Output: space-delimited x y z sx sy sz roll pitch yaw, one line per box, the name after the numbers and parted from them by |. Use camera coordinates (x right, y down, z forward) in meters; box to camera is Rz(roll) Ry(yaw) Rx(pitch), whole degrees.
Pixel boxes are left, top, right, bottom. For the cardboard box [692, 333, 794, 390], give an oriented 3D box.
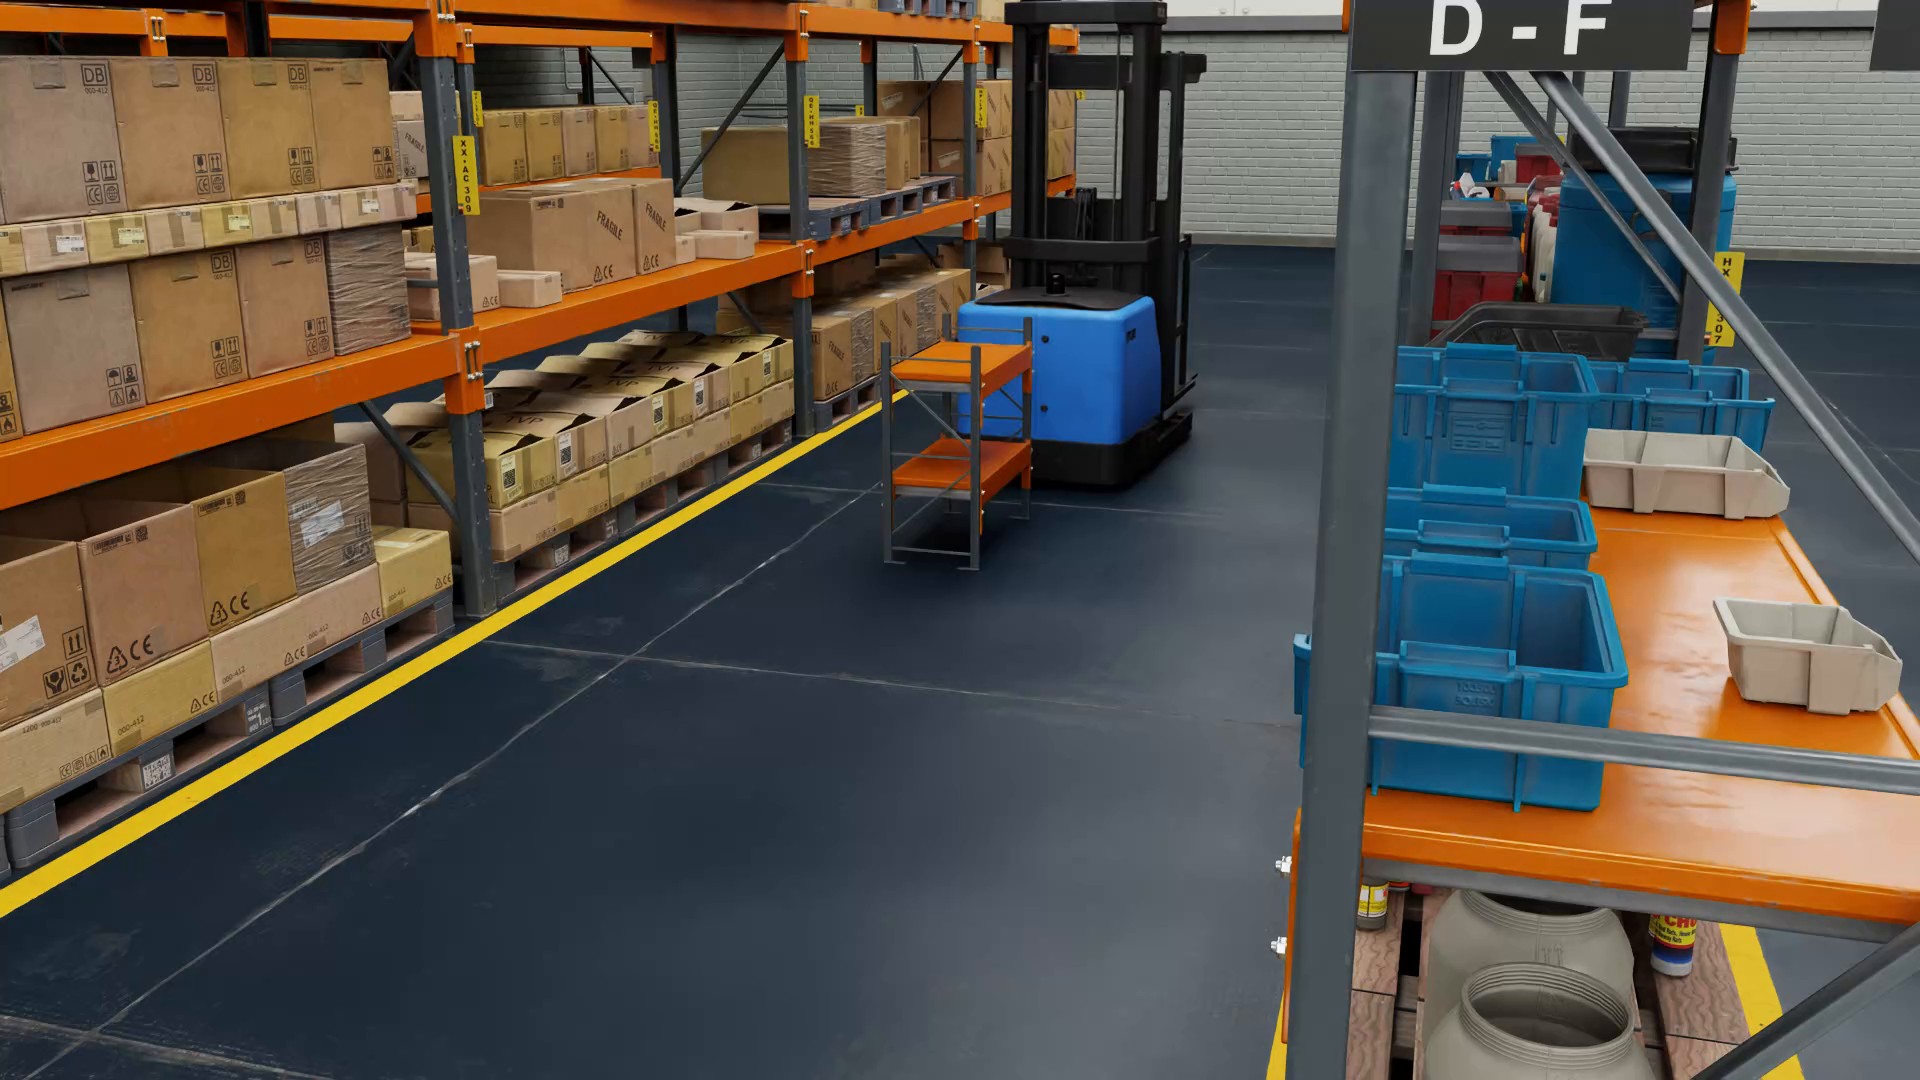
-1.401 -1.172 10.705 0.500 0.311 0.500 5 17 17 | cardboard box

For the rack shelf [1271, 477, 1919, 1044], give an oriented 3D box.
1.555 0.122 4.221 1.077 0.370 4.000 5 16 16 | rack shelf

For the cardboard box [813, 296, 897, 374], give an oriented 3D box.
-0.794 -1.553 12.583 0.500 0.500 0.500 4 16 15 | cardboard box

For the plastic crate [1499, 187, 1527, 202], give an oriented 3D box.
4.666 -2.853 13.764 0.396 0.136 0.243 5 16 16 | plastic crate

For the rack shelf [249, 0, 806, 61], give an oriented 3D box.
-2.056 -2.753 8.858 1.077 0.370 4.000 5 16 16 | rack shelf

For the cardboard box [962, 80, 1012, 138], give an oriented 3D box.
0.199 -3.991 15.388 0.500 0.500 0.500 4 16 14 | cardboard box

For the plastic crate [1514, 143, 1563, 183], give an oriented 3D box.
4.891 -3.114 14.084 0.402 0.464 0.583 5 16 16 | plastic crate

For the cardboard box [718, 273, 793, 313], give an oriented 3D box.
-1.435 -1.827 12.173 0.500 0.250 0.500 5 17 18 | cardboard box

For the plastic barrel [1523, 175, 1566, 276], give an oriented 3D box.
3.419 -1.714 9.127 0.600 0.536 0.708 5 16 16 | plastic barrel

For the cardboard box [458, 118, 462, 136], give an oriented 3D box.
-4.991 -3.669 15.503 0.500 0.500 0.500 4 16 15 | cardboard box

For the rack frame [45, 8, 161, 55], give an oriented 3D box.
-6.238 -2.562 12.365 1.000 3.000 0.127 5 16 16 | rack frame

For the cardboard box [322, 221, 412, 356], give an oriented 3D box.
-2.745 -1.064 6.900 0.700 0.500 0.500 4 16 14 | cardboard box

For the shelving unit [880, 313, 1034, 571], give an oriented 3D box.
0.002 -0.543 8.682 0.538 1.125 1.048 5 16 16 | shelving unit

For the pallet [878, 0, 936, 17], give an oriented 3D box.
-0.896 -4.141 12.780 1.213 0.211 1.003 5 16 16 | pallet

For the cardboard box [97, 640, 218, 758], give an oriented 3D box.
-2.968 0.520 5.770 0.500 0.250 0.500 5 16 16 | cardboard box

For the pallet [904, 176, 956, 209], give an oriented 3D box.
-0.683 -2.932 14.023 1.003 0.211 1.213 5 16 16 | pallet

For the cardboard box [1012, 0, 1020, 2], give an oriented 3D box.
0.314 -4.966 15.617 0.500 0.250 0.500 5 16 16 | cardboard box

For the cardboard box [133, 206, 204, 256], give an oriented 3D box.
-2.859 -1.073 5.742 0.380 0.149 0.250 5 17 17 | cardboard box

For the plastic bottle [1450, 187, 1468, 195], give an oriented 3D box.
3.637 -2.447 12.186 0.152 0.276 0.135 5 16 16 | plastic bottle

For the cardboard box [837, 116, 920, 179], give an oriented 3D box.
-0.700 -3.369 14.257 0.700 0.500 0.500 -1 16 -3 | cardboard box

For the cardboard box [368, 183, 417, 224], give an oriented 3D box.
-2.496 -1.405 6.913 0.380 0.149 0.250 5 16 16 | cardboard box

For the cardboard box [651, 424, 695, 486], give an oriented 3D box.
-1.836 -0.500 9.366 0.500 0.250 0.500 5 17 17 | cardboard box

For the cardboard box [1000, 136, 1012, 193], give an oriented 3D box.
0.197 -3.520 15.559 0.500 0.500 0.500 5 17 17 | cardboard box

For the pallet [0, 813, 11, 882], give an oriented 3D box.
-3.584 1.052 4.733 1.003 0.211 1.213 5 16 16 | pallet

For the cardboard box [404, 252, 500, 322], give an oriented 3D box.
-2.527 -1.192 7.811 0.500 0.250 0.500 6 17 19 | cardboard box

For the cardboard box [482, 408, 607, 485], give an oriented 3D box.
-2.121 -0.501 8.340 0.500 0.311 0.500 4 16 15 | cardboard box

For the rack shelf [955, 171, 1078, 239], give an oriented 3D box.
0.217 -3.403 16.647 1.077 0.370 4.000 5 16 16 | rack shelf

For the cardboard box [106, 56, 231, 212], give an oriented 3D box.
-3.030 -1.425 5.795 0.700 0.500 0.500 5 16 16 | cardboard box

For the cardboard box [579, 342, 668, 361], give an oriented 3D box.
-2.059 -1.076 10.366 0.500 0.311 0.500 4 16 14 | cardboard box

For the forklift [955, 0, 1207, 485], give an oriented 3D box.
0.944 -2.091 10.829 1.130 2.935 3.031 6 17 19 | forklift

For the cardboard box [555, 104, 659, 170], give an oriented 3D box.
-4.100 -4.665 19.230 0.980 0.700 0.700 5 17 18 | cardboard box

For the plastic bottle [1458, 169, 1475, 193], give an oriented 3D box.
3.975 -2.739 13.080 0.144 0.351 0.185 5 16 16 | plastic bottle

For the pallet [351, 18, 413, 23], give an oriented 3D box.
-5.315 -4.716 14.812 0.805 0.209 1.217 4 16 14 | pallet

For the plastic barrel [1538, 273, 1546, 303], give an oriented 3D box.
2.647 -1.015 7.165 0.301 0.262 0.301 0 16 0 | plastic barrel

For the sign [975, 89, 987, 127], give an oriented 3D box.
0.182 -3.740 14.397 0.100 0.325 0.005 5 16 16 | sign

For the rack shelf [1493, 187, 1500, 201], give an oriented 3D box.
4.965 -3.017 15.289 1.077 0.370 4.000 5 16 16 | rack shelf

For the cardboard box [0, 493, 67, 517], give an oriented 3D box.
-3.481 0.117 5.814 0.500 0.500 0.500 5 16 16 | cardboard box

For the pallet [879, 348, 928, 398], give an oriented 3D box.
-0.891 -1.348 13.195 1.003 0.211 1.213 5 16 16 | pallet

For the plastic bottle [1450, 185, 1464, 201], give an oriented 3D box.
3.376 -2.246 11.343 0.144 0.351 0.185 5 16 16 | plastic bottle

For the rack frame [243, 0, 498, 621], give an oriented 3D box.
-2.625 -1.132 7.325 1.000 3.000 0.127 5 16 16 | rack frame

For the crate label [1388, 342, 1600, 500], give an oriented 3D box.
1.251 -0.220 4.044 0.502 0.435 0.616 5 16 16 | crate label

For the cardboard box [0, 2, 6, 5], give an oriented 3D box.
-6.696 -3.732 10.769 0.797 0.503 0.637 7 17 24 | cardboard box

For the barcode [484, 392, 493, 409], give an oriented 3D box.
-2.153 -0.638 7.596 0.001 0.075 0.075 5 16 16 | barcode

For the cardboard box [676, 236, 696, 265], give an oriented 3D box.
-1.796 -1.720 9.857 0.380 0.149 0.250 6 17 20 | cardboard box

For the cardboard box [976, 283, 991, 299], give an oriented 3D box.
-0.024 -2.237 15.339 0.500 0.311 0.500 5 16 16 | cardboard box

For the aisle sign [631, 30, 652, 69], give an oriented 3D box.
-3.657 -5.901 19.374 0.394 0.787 0.004 5 16 16 | aisle sign

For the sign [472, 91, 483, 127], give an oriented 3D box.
-4.579 -4.088 15.768 0.100 0.325 0.005 5 16 16 | sign

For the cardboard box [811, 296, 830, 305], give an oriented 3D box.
-1.300 -1.586 12.700 0.500 0.500 0.500 4 16 14 | cardboard box

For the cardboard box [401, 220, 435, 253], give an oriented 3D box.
-5.162 -2.596 15.656 0.750 0.750 0.750 5 17 17 | cardboard box
